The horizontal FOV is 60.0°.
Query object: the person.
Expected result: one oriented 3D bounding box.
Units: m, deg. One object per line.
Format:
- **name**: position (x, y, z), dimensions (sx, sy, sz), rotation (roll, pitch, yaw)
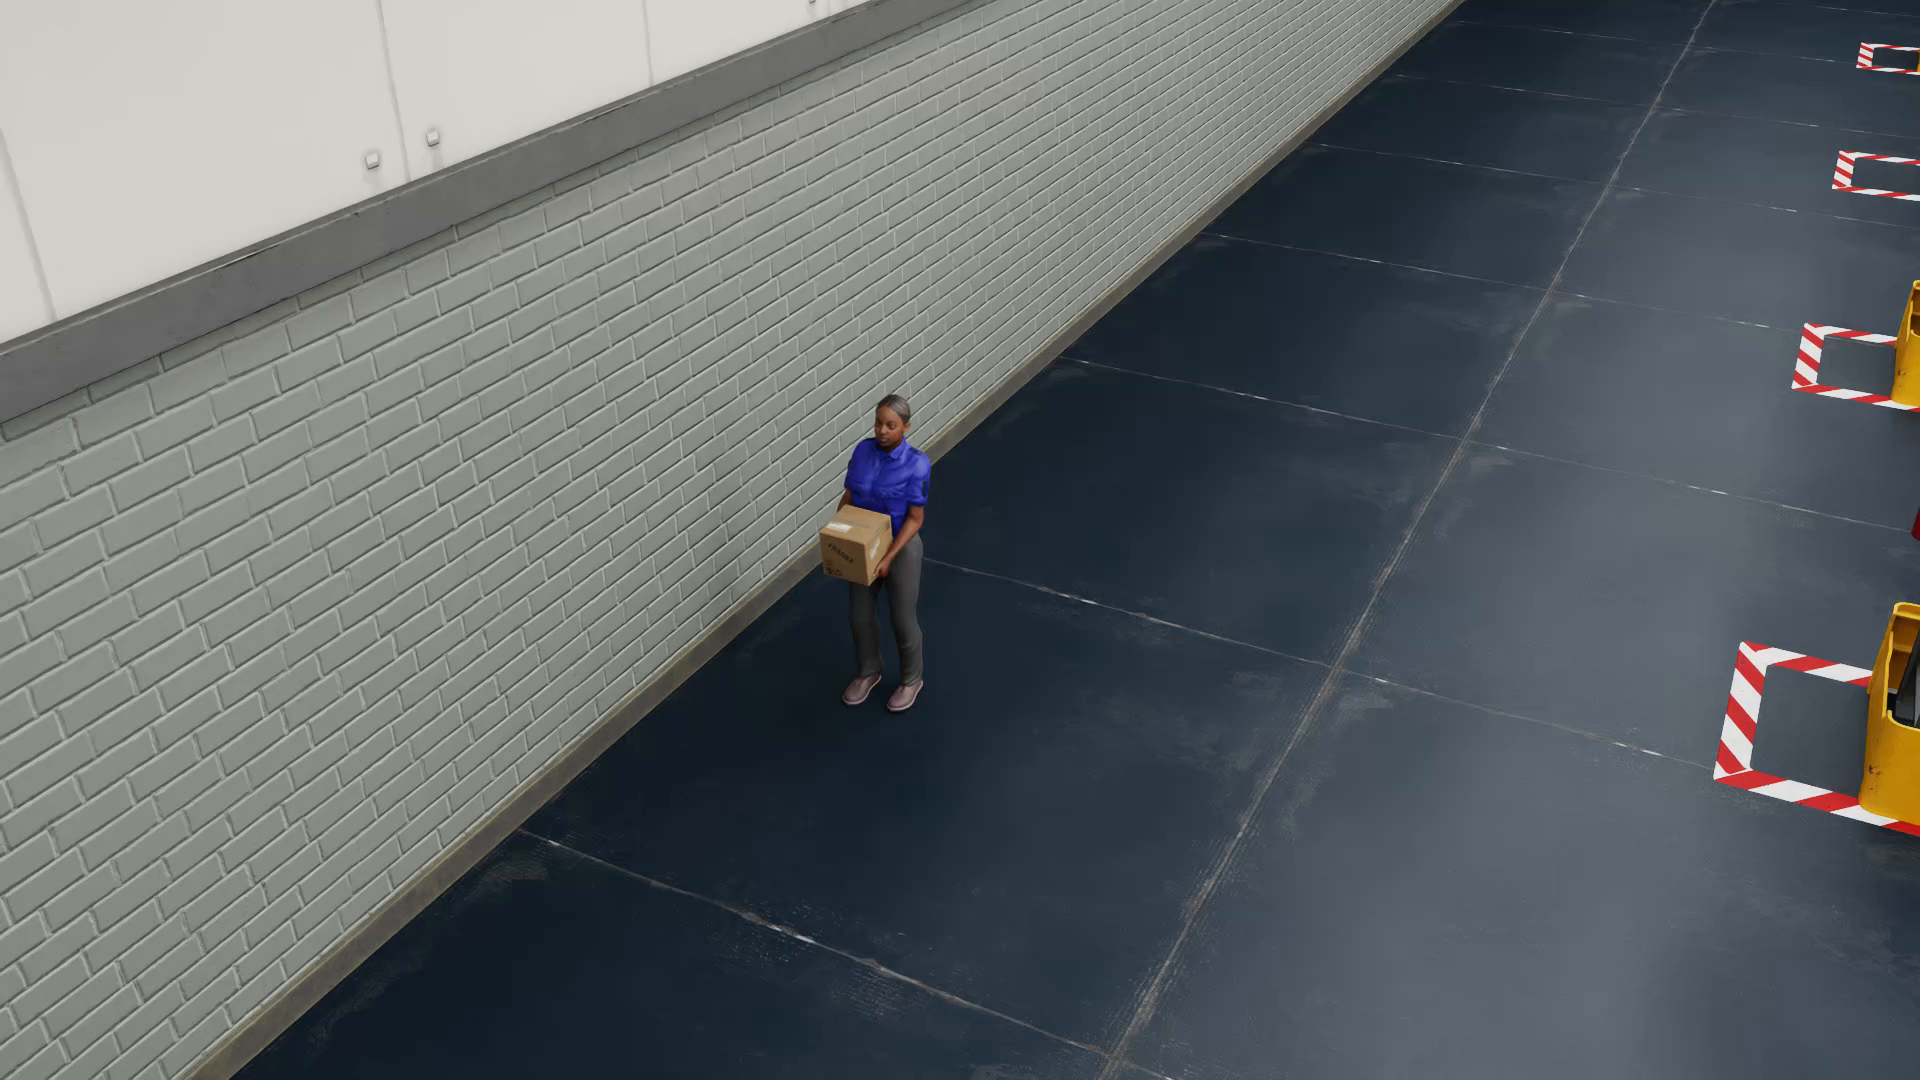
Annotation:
- **person**: position (-0.407, 0.101, 8.126), dimensions (0.449, 1.645, 0.500), rotation (15, 33, 23)
